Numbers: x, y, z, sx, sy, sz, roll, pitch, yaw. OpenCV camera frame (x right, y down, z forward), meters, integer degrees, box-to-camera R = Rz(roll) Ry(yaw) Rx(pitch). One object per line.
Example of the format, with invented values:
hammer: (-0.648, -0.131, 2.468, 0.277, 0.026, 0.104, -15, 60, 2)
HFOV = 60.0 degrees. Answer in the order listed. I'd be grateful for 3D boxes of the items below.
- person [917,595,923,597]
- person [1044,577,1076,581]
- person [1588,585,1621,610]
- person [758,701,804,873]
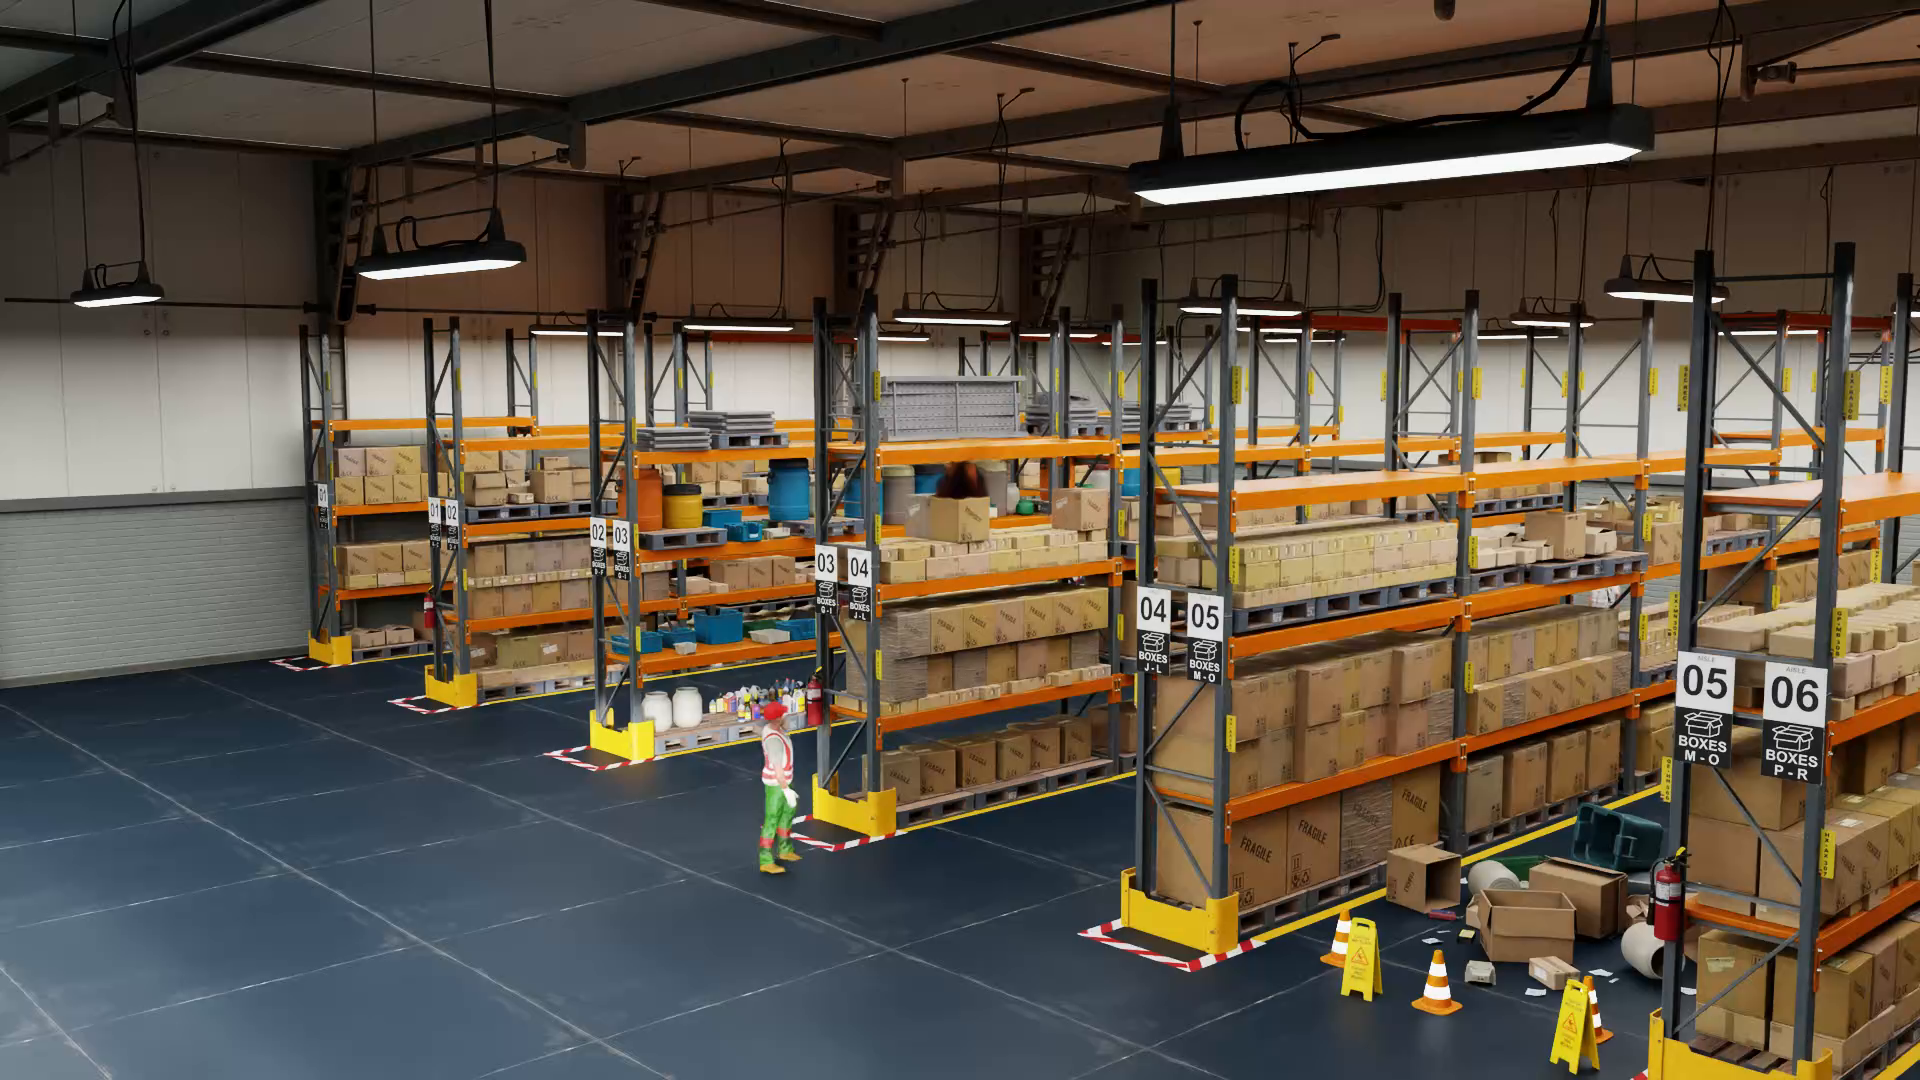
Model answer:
person: (-0.938, 1.175, 30.805, 0.994, 1.696, 0.716, -5, 8, -43)
person: (1.936, 0.919, 33.290, 1.048, 1.728, 0.555, -6, 8, -44)
person: (11.643, 1.269, 30.054, 0.651, 1.768, 0.545, -3, 6, -24)
person: (-1.861, 2.554, 17.342, 0.426, 1.824, 0.700, 0, 6, 3)
